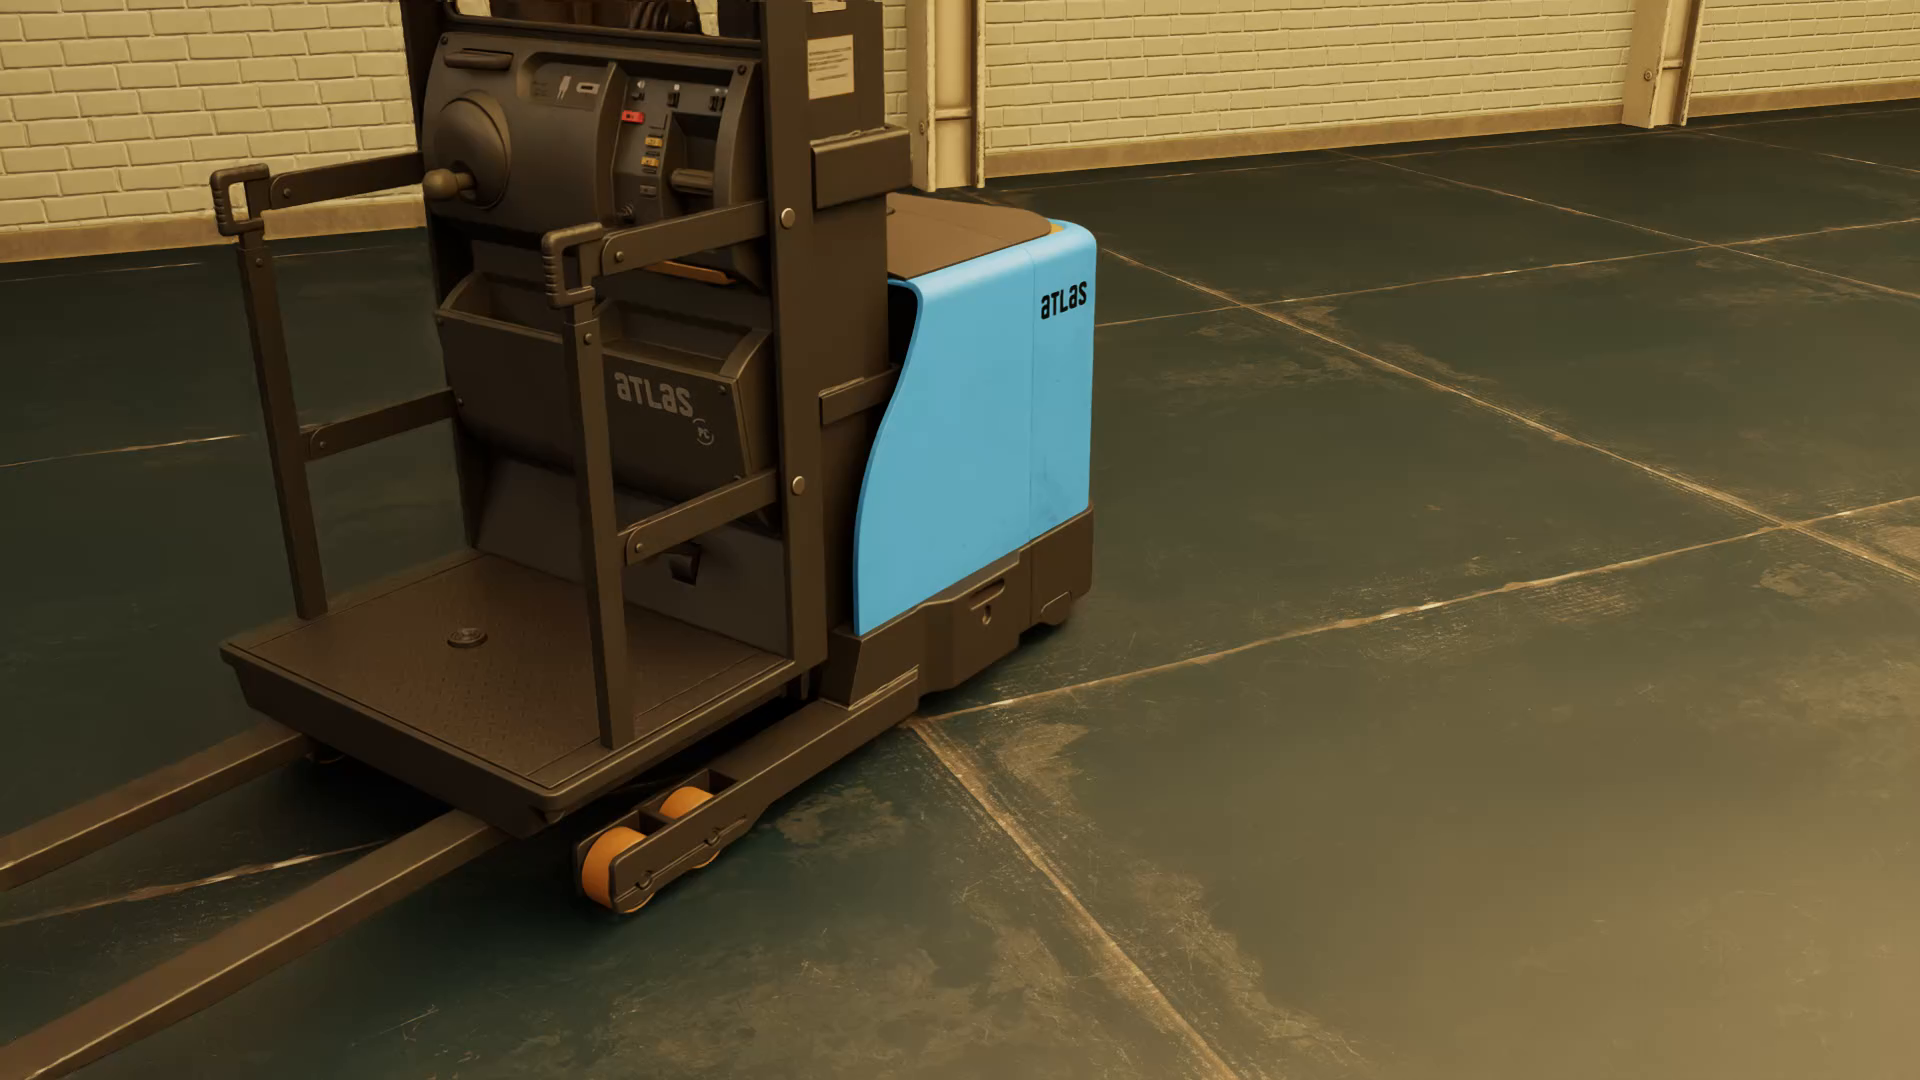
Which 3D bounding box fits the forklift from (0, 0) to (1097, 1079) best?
[{"bbox_3d":[-0.908,-0.822,3.264,1.130,2.935,3.031,16,27,33],"label":"forklift"}]
